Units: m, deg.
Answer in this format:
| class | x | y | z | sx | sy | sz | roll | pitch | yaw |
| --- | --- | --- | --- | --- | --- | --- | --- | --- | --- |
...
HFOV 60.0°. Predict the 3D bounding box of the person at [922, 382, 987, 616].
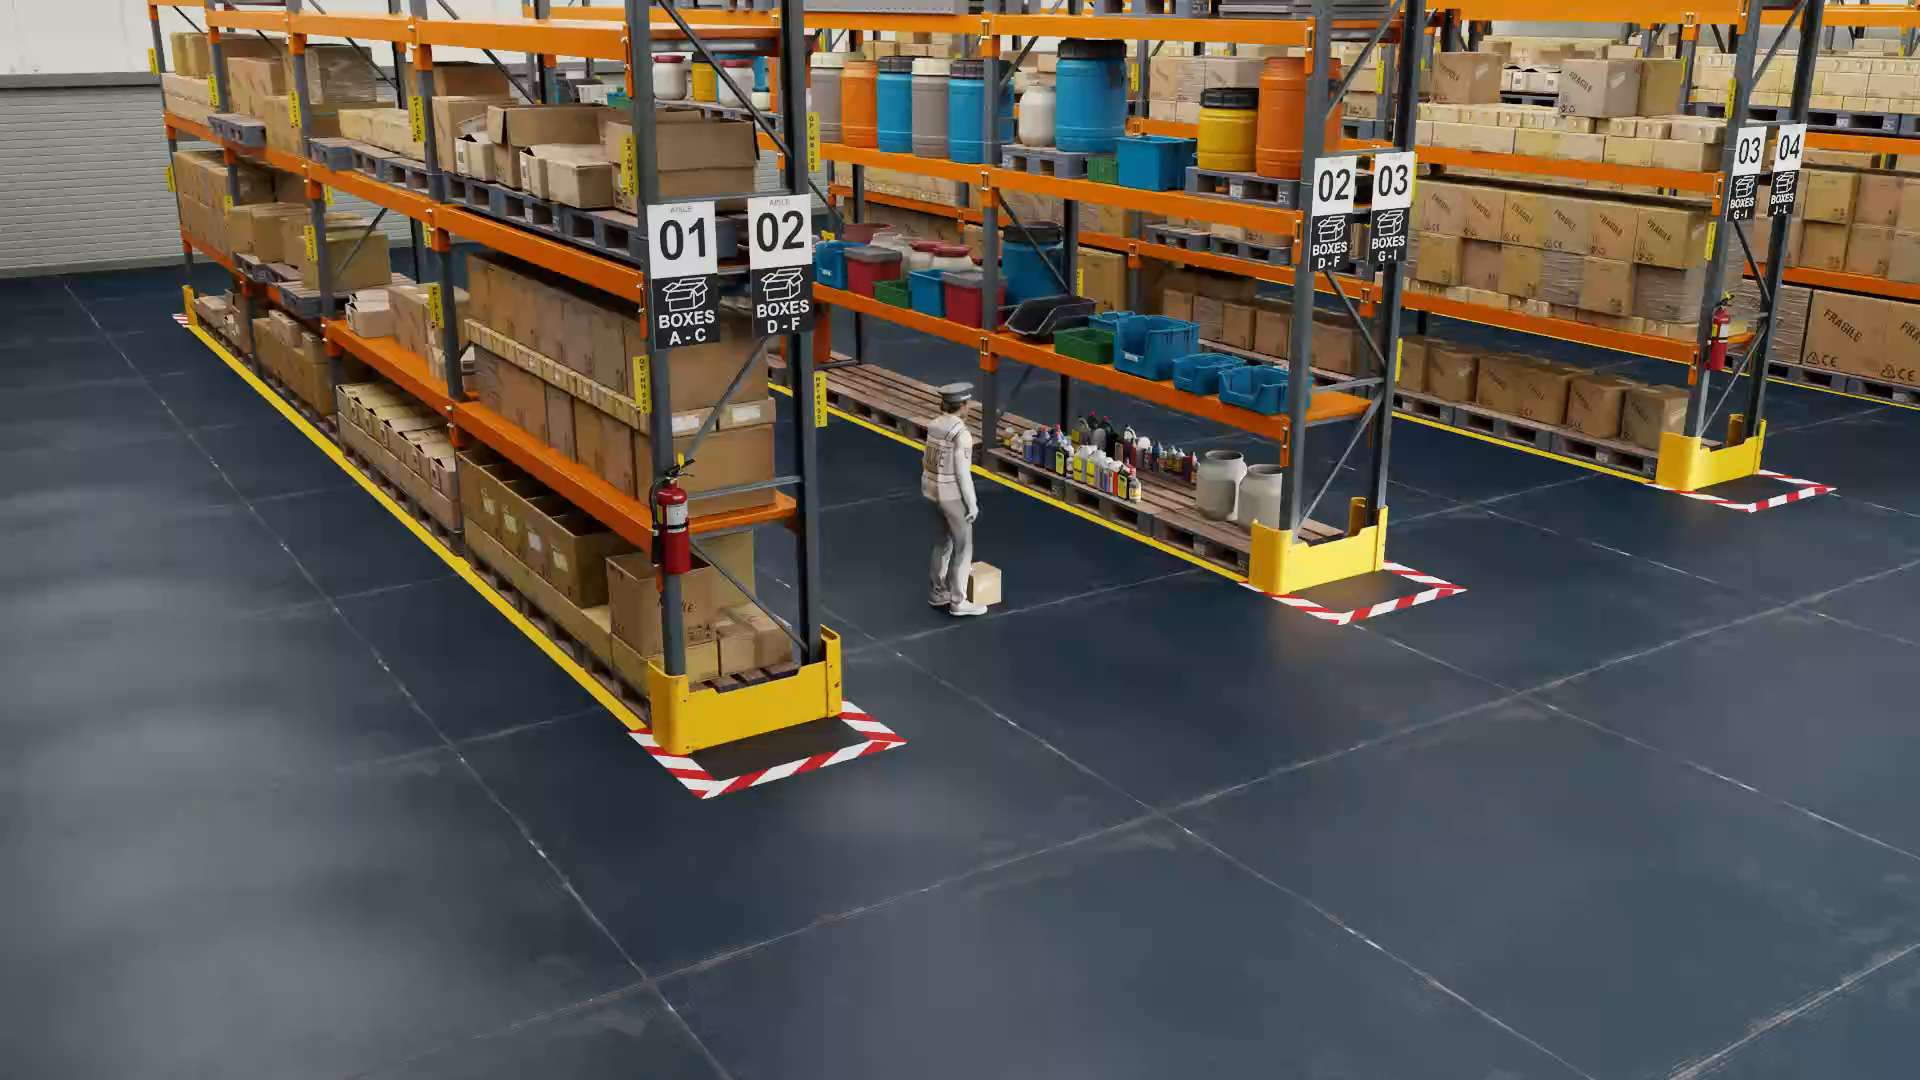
| class | x | y | z | sx | sy | sz | roll | pitch | yaw |
| --- | --- | --- | --- | --- | --- | --- | --- | --- | --- |
| person | -0.063 | -0.299 | 11.958 | 0.378 | 1.663 | 0.533 | -12 | 22 | -32 |
